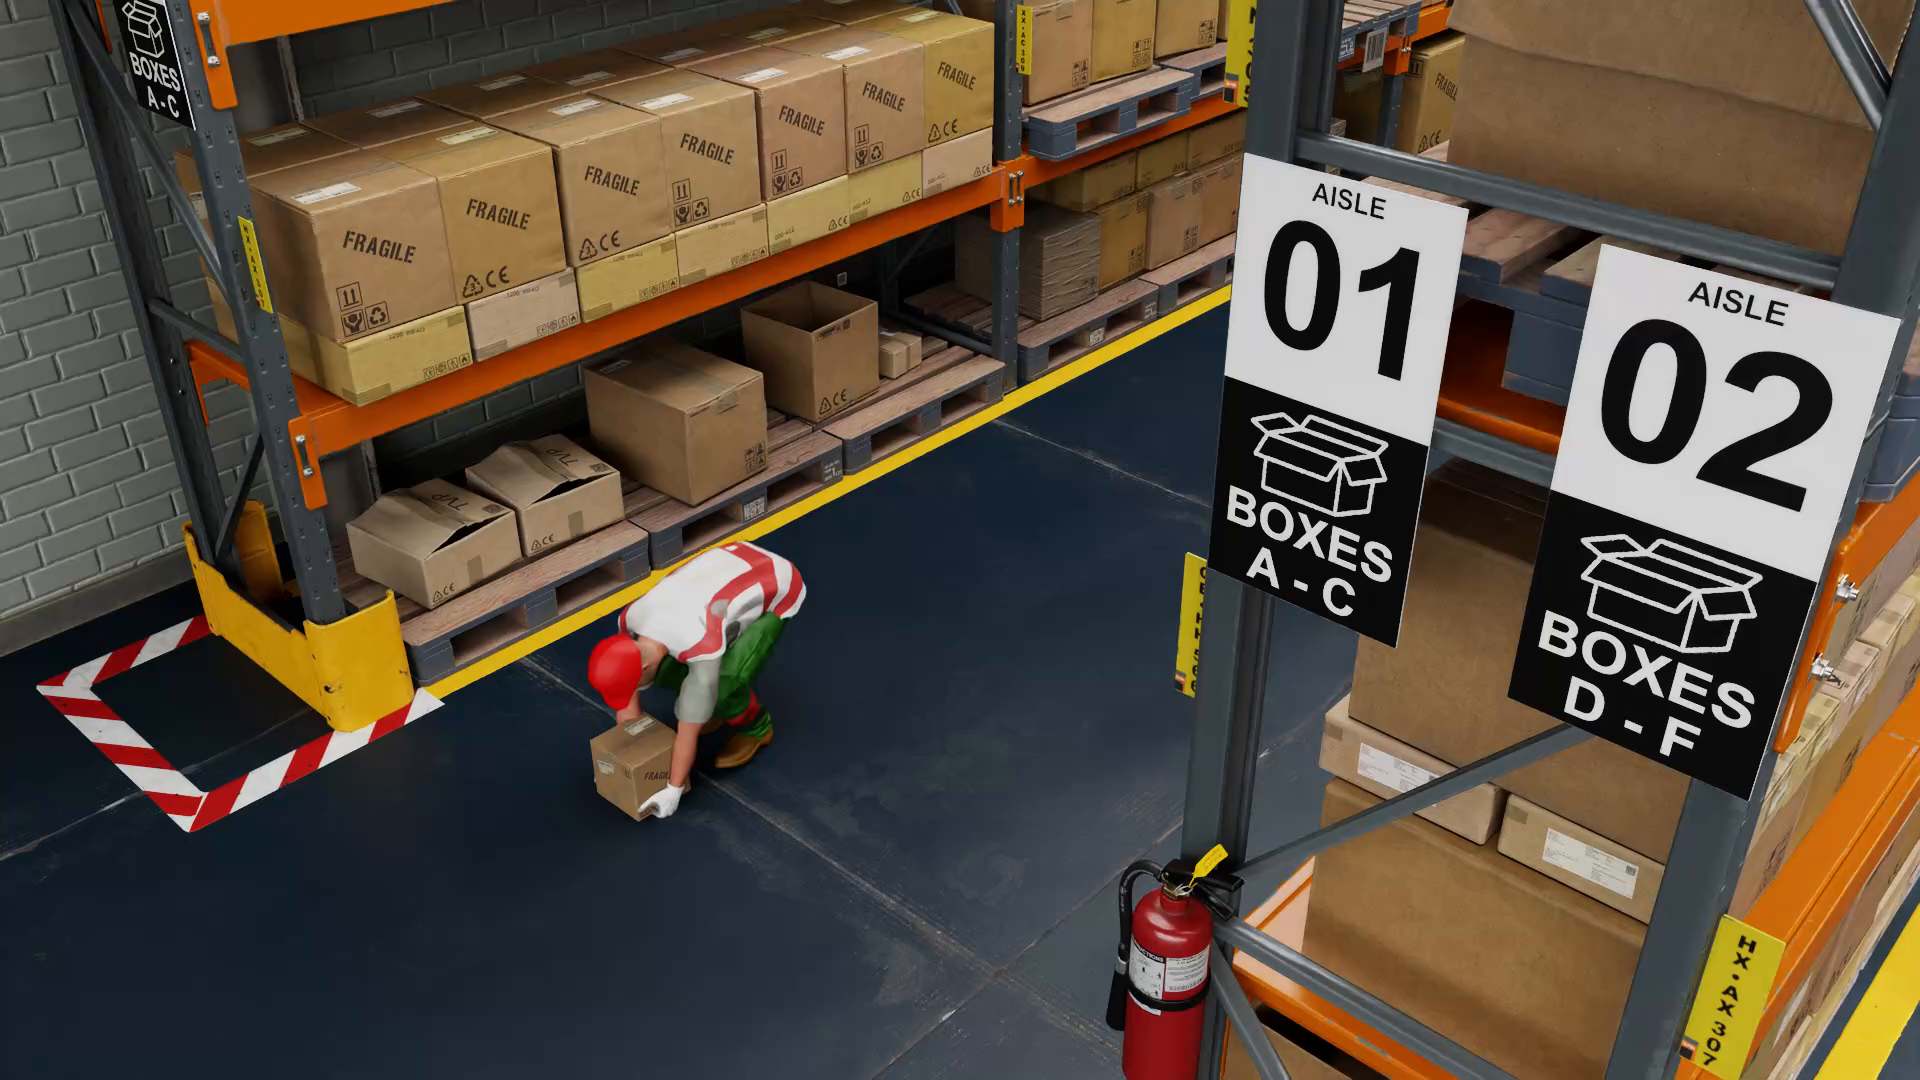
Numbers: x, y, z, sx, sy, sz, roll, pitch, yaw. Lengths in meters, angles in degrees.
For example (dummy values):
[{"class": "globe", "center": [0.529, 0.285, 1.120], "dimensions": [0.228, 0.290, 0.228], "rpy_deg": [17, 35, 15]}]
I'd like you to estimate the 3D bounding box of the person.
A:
[{"class": "person", "center": [-0.994, 0.497, 6.262], "dimensions": [0.519, 0.831, 0.966], "rpy_deg": [24, 38, 34]}]
